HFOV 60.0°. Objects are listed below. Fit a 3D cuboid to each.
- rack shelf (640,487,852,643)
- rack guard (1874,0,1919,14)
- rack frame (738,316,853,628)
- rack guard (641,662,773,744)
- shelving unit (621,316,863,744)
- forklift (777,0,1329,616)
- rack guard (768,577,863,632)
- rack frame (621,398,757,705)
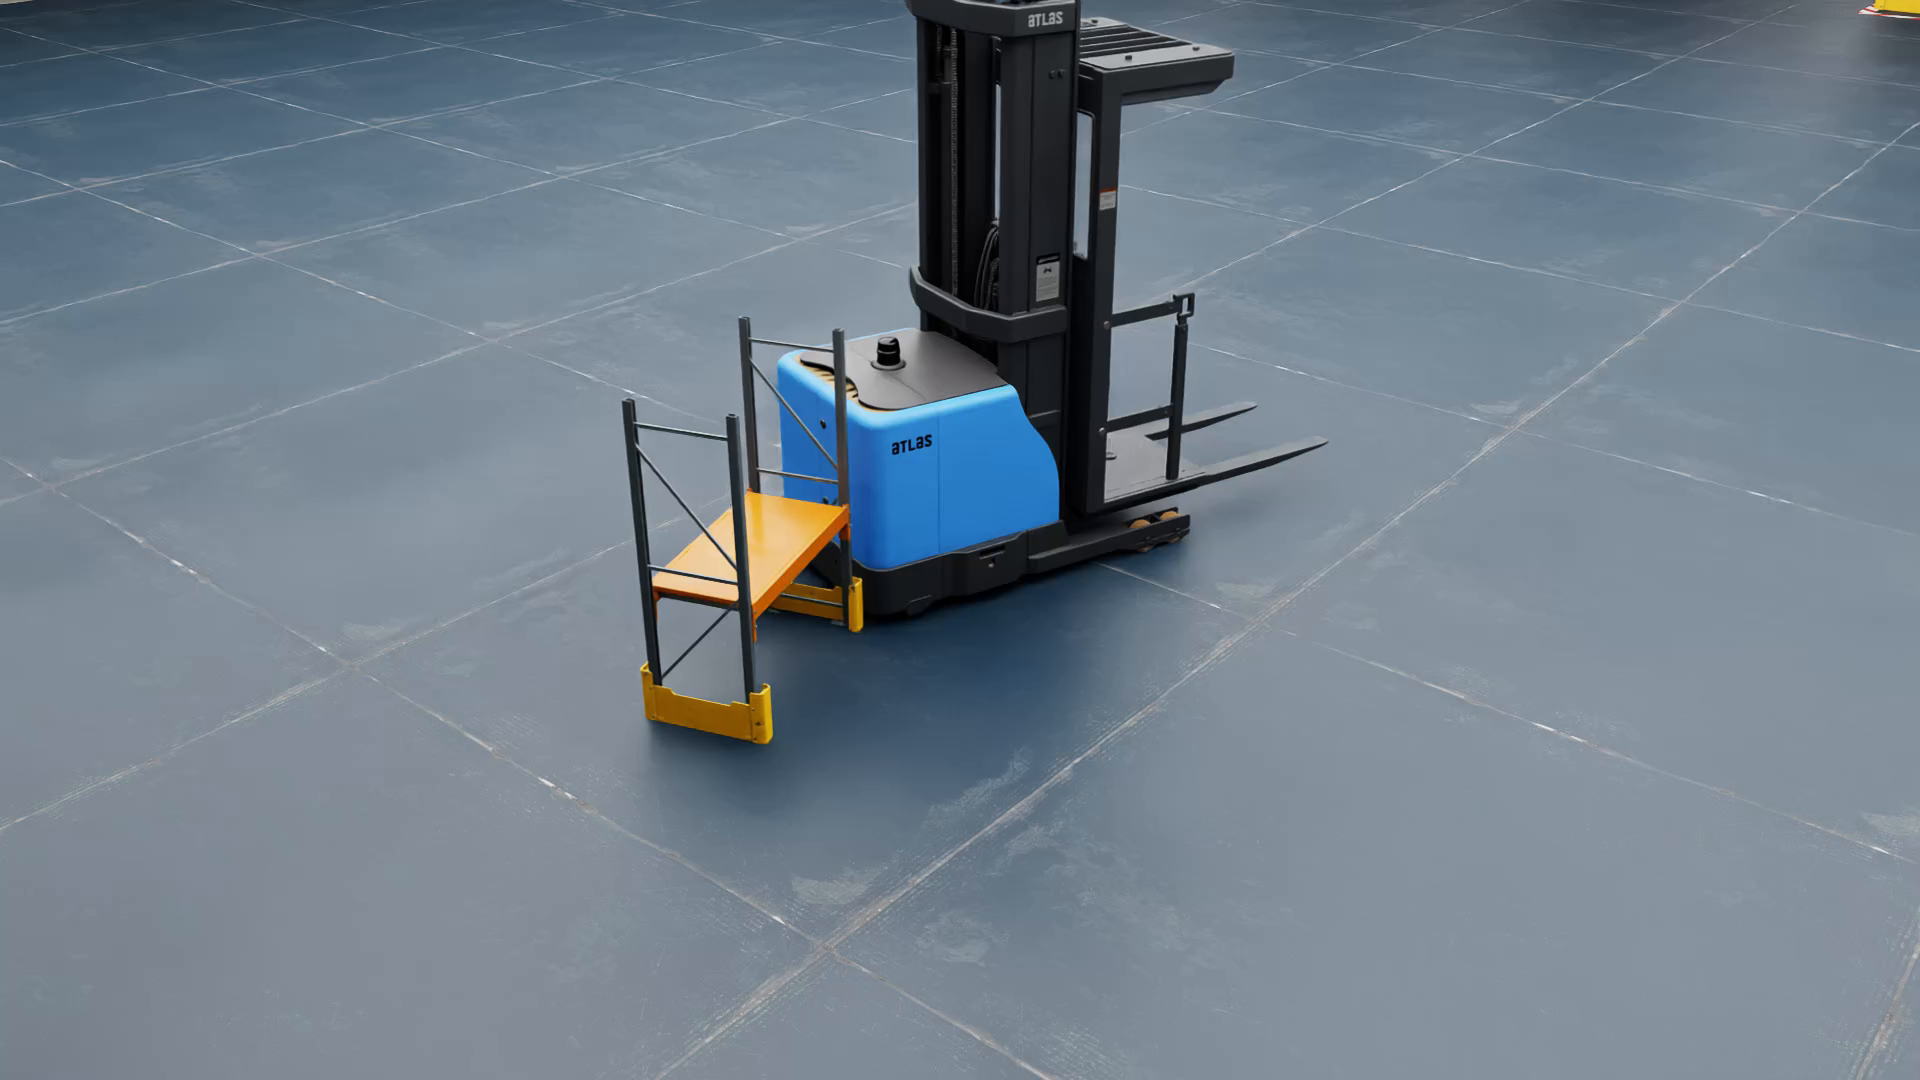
[{"bbox_3d":[-0.920,0.089,7.336,0.538,0.185,1.000,9,29,18],"label":"rack shelf"},{"bbox_3d":[13.114,-7.418,22.546,1.175,0.500,0.348,21,34,34],"label":"rack guard"},{"bbox_3d":[-0.747,-0.290,7.678,0.500,1.500,0.032,9,29,18],"label":"rack frame"},{"bbox_3d":[-1.087,0.696,7.133,0.587,0.250,0.087,9,29,18],"label":"rack guard"},{"bbox_3d":[-0.917,-0.074,7.261,0.587,1.500,1.083,9,29,18],"label":"shelving unit"},{"bbox_3d":[0.611,-1.430,8.324,3.031,2.935,1.130,-16,31,-28],"label":"forklift"},{"bbox_3d":[-0.747,0.266,7.964,0.587,0.250,0.087,9,29,18],"label":"rack guard"},{"bbox_3d":[-1.093,0.149,6.829,0.500,1.500,0.032,9,29,18],"label":"rack frame"}]
